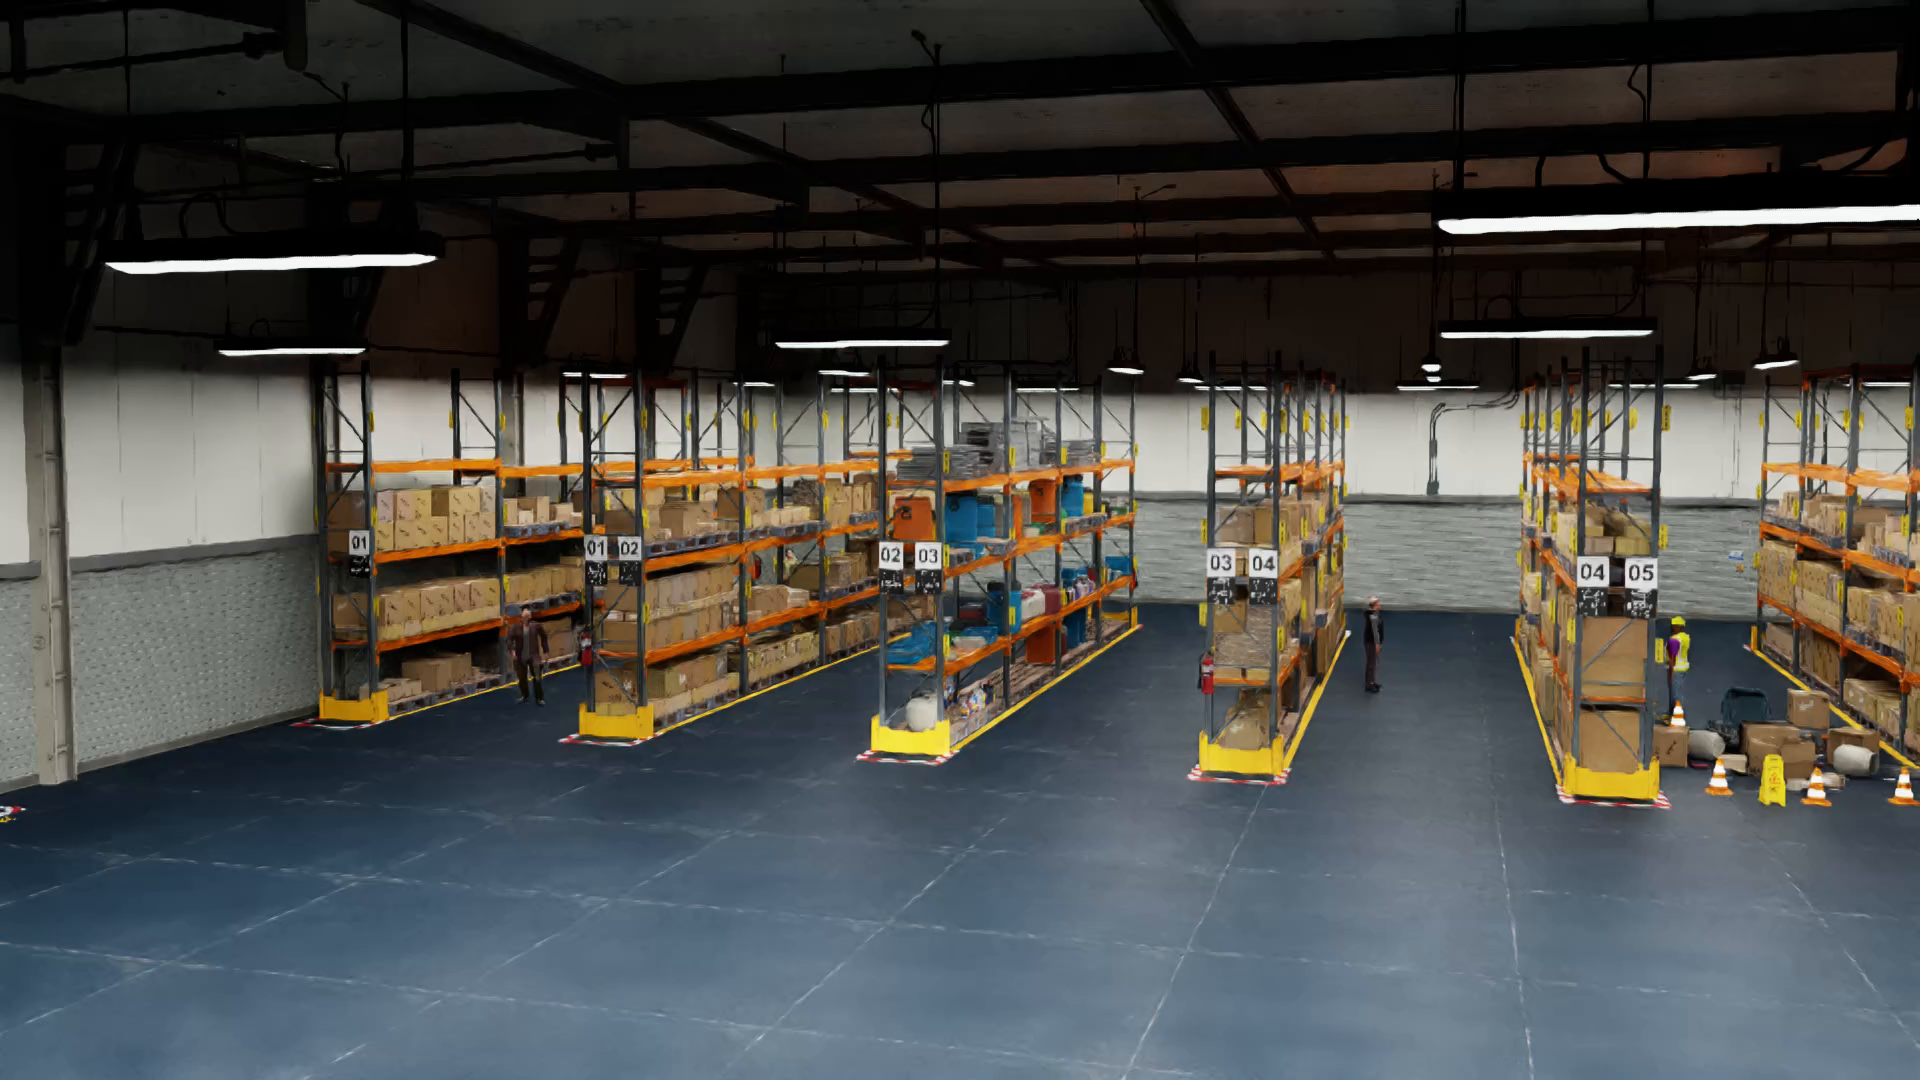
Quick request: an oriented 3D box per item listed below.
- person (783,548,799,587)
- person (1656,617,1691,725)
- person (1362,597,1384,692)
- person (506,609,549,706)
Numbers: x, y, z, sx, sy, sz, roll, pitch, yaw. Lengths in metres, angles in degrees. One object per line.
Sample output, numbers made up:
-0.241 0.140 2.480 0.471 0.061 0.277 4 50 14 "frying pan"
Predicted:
-4.552 1.005 44.594 0.612 1.610 0.790 0 4 -4 "person"
11.792 2.143 27.522 0.528 1.761 0.673 4 6 42 "person"
7.687 1.917 30.880 0.402 1.736 0.650 0 4 3 "person"
-7.589 2.047 29.240 0.733 1.716 0.872 0 4 -3 "person"
